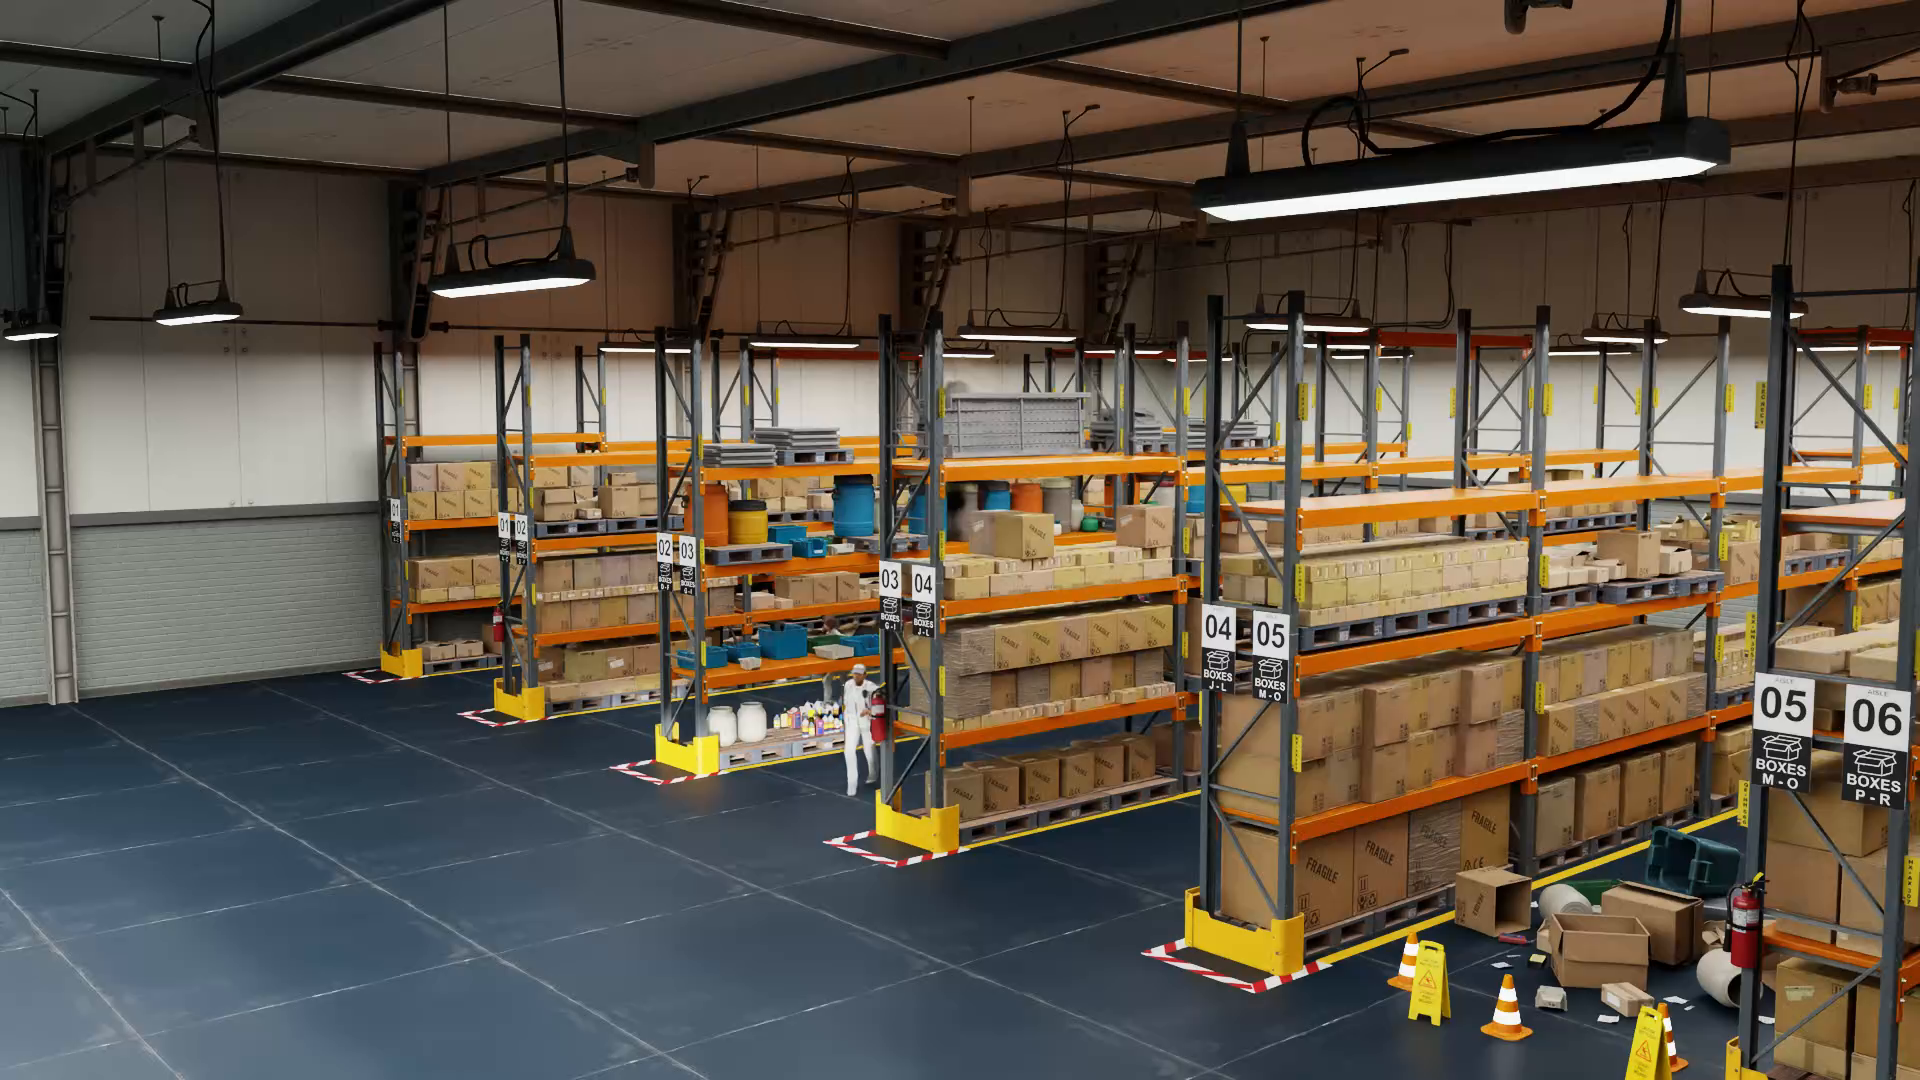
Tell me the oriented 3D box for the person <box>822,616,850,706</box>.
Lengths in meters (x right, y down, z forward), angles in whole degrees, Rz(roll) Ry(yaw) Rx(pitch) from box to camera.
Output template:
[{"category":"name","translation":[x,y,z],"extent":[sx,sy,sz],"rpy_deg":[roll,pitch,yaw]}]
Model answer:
[{"category":"person","translation":[-1.884,1.986,26.499],"extent":[0.953,1.586,0.536],"rpy_deg":[-3,6,-33]}]

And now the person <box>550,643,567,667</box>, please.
[{"category":"person","translation":[-7.018,1.678,29.055],"extent":[0.598,1.652,0.933],"rpy_deg":[3,6,27]}]

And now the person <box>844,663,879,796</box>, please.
[{"category":"person","translation":[-1.256,2.419,21.377],"extent":[0.539,1.723,0.830],"rpy_deg":[1,5,8]}]
